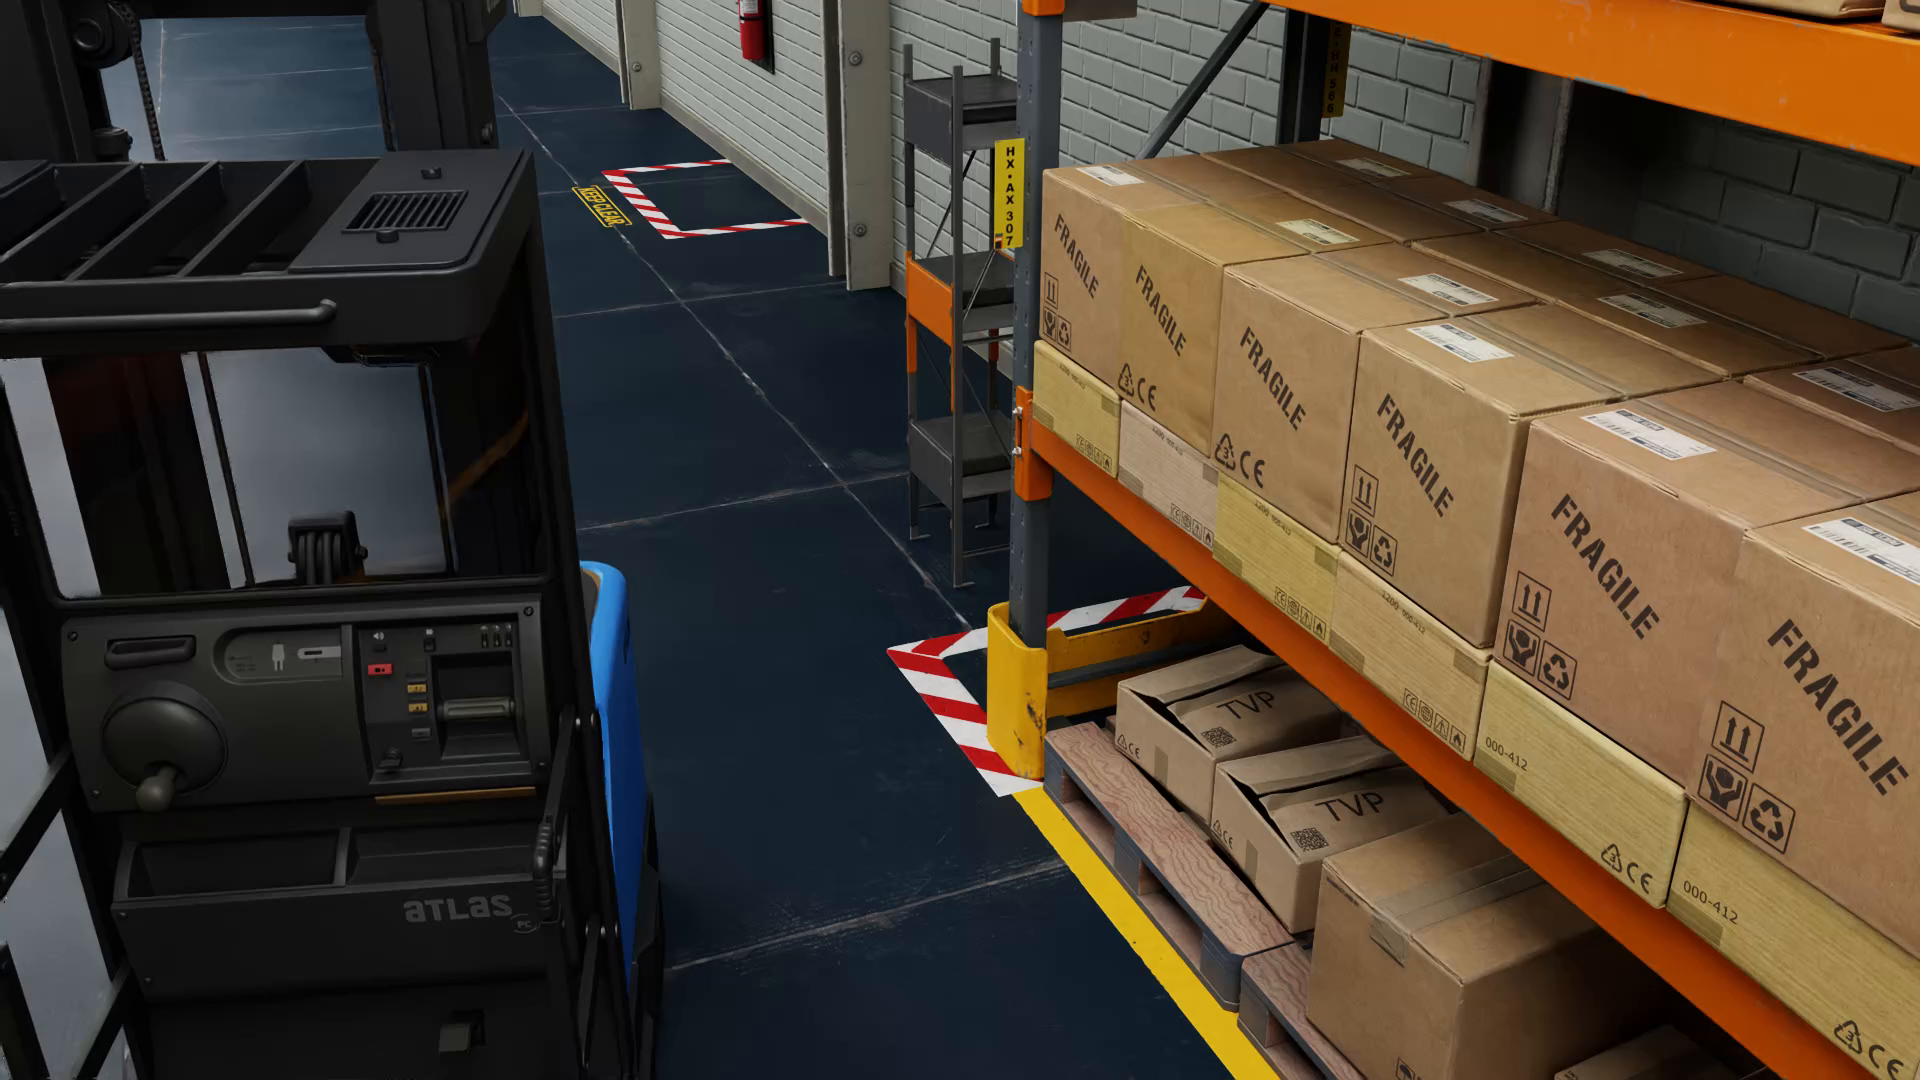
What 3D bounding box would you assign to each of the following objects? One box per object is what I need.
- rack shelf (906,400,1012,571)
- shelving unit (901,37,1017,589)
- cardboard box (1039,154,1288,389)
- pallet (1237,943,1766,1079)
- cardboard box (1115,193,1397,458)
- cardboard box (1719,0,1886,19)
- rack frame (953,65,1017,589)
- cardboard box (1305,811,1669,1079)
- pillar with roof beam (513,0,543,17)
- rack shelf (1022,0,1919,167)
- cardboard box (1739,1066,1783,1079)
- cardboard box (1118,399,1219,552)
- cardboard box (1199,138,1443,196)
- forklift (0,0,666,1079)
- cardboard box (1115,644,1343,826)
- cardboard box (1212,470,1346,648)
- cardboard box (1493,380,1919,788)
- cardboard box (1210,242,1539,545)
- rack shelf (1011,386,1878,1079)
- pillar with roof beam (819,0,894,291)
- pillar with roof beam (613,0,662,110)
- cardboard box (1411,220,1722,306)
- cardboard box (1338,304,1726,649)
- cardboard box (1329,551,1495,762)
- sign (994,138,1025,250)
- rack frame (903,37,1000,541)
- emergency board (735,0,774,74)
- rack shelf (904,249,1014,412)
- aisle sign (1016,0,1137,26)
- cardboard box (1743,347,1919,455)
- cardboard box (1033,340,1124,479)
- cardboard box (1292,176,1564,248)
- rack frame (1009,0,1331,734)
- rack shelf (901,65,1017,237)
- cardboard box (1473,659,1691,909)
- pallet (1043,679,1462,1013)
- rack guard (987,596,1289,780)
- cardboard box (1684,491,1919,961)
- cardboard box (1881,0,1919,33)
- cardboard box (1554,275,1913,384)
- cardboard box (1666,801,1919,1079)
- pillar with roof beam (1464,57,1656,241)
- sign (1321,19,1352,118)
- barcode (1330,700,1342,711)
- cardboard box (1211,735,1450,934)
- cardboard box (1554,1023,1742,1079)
[{"bbox_3d":[0.065,-0.235,6.966,0.431,0.518,0.480,-11,28,-21],"label":"rack shelf"},{"bbox_3d":[0.065,-0.877,6.652,0.431,2.100,0.503,-11,28,-21],"label":"shelving unit"},{"bbox_3d":[0.559,-0.767,4.695,0.500,0.500,0.500,-11,28,-21],"label":"cardboard box"},{"bbox_3d":[1.438,1.377,4.189,1.003,0.211,1.213,-11,28,-21],"label":"pallet"},{"bbox_3d":[0.744,-0.566,4.283,0.500,0.500,0.500,-10,28,-20],"label":"cardboard box"},{"bbox_3d":[1.352,-1.105,2.538,0.500,0.500,0.500,-12,28,-23],"label":"cardboard box"},{"bbox_3d":[0.160,-0.778,6.451,0.400,2.100,0.015,-11,28,-21],"label":"rack frame"},{"bbox_3d":[1.302,1.023,4.084,0.700,0.500,0.500,-12,29,-24],"label":"cardboard box"},{"bbox_3d":[-9.291,-9.821,17.109,9.100,9.000,0.400,-11,28,-21],"label":"pillar with roof beam"},{"bbox_3d":[1.432,-0.950,3.178,1.077,0.370,4.000,-11,28,-21],"label":"rack shelf"},{"bbox_3d":[1.772,1.396,3.320,0.500,0.500,0.500,-13,29,-24],"label":"cardboard box"},{"bbox_3d":[0.764,-0.215,4.421,0.500,0.250,0.500,-11,28,-22],"label":"cardboard box"},{"bbox_3d":[1.029,-0.857,4.881,0.500,0.500,0.500,-11,28,-21],"label":"cardboard box"},{"bbox_3d":[-1.283,0.365,3.162,1.130,2.935,3.031,-3,26,-6],"label":"forklift"},{"bbox_3d":[0.837,0.573,5.221,0.500,0.311,0.500,-14,29,-26],"label":"cardboard box"},{"bbox_3d":[0.958,-0.009,3.997,0.500,0.250,0.500,-11,28,-21],"label":"cardboard box"},{"bbox_3d":[1.358,0.060,3.001,0.500,0.500,0.500,-11,28,-22],"label":"cardboard box"},{"bbox_3d":[0.940,-0.356,3.854,0.500,0.500,0.500,-12,28,-22],"label":"cardboard box"},{"bbox_3d":[1.432,0.398,3.836,1.077,0.370,4.000,-11,28,-21],"label":"rack shelf"},{"bbox_3d":[-4.592,-4.977,7.187,9.100,9.000,0.400,-11,28,-21],"label":"pillar with roof beam"},{"bbox_3d":[-6.942,-7.399,12.148,9.100,9.000,0.400,-11,28,-21],"label":"pillar with roof beam"},{"bbox_3d":[1.424,-0.445,4.035,0.500,0.500,0.500,-11,28,-22],"label":"cardboard box"},{"bbox_3d":[1.153,-0.150,3.431,0.500,0.500,0.500,-10,28,-19],"label":"cardboard box"},{"bbox_3d":[1.154,0.196,3.579,0.500,0.250,0.500,-10,28,-20],"label":"cardboard box"},{"bbox_3d":[0.150,-1.028,4.951,0.100,0.325,0.005,-11,28,-21],"label":"sign"},{"bbox_3d":[-0.031,-0.975,6.854,0.400,2.100,0.015,-11,28,-21],"label":"rack frame"},{"bbox_3d":[-1.563,-4.025,12.075,0.194,1.169,0.643,-11,28,-21],"label":"emergency board"},{"bbox_3d":[0.065,-0.864,6.658,0.431,0.518,0.480,-11,28,-21],"label":"rack shelf"},{"bbox_3d":[0.345,-1.878,4.715,0.394,0.787,0.004,-11,28,-21],"label":"aisle sign"},{"bbox_3d":[1.834,-0.034,3.193,0.500,0.500,0.500,-10,28,-19],"label":"cardboard box"},{"bbox_3d":[0.548,-0.423,4.845,0.500,0.250,0.500,-11,28,-22],"label":"cardboard box"},{"bbox_3d":[1.217,-0.653,4.461,0.500,0.500,0.500,-10,28,-20],"label":"cardboard box"},{"bbox_3d":[0.649,-0.733,5.332,1.000,3.000,0.127,-11,28,-21],"label":"rack frame"},{"bbox_3d":[0.065,-1.493,6.351,0.431,0.518,0.480,-11,28,-21],"label":"rack shelf"},{"bbox_3d":[1.352,0.399,3.163,0.500,0.250,0.500,-11,28,-21],"label":"cardboard box"},{"bbox_3d":[0.964,0.885,5.196,1.003,0.211,1.213,-11,28,-21],"label":"pallet"},{"bbox_3d":[0.679,0.421,5.817,1.175,0.500,0.348,-11,28,-21],"label":"rack guard"},{"bbox_3d":[1.545,0.265,2.581,0.500,0.500,0.500,-11,28,-21],"label":"cardboard box"},{"bbox_3d":[1.604,-0.887,2.093,0.500,0.500,0.500,-13,29,-25],"label":"cardboard box"},{"bbox_3d":[1.621,-0.241,3.619,0.500,0.500,0.500,-10,28,-20],"label":"cardboard box"},{"bbox_3d":[1.563,0.599,2.753,0.500,0.250,0.500,-10,28,-20],"label":"cardboard box"},{"bbox_3d":[-2.242,-2.555,2.226,9.100,9.000,0.400,-11,28,-21],"label":"pillar with roof beam"},{"bbox_3d":[1.167,-1.482,5.187,0.100,0.325,0.005,-11,28,-21],"label":"sign"},{"bbox_3d":[1.212,0.507,5.345,0.001,0.075,0.075,-11,28,-21],"label":"barcode"},{"bbox_3d":[1.060,0.803,4.750,0.500,0.311,0.500,-8,27,-16],"label":"cardboard box"},{"bbox_3d":[1.607,1.316,3.883,0.380,0.149,0.250,-13,29,-25],"label":"cardboard box"}]
